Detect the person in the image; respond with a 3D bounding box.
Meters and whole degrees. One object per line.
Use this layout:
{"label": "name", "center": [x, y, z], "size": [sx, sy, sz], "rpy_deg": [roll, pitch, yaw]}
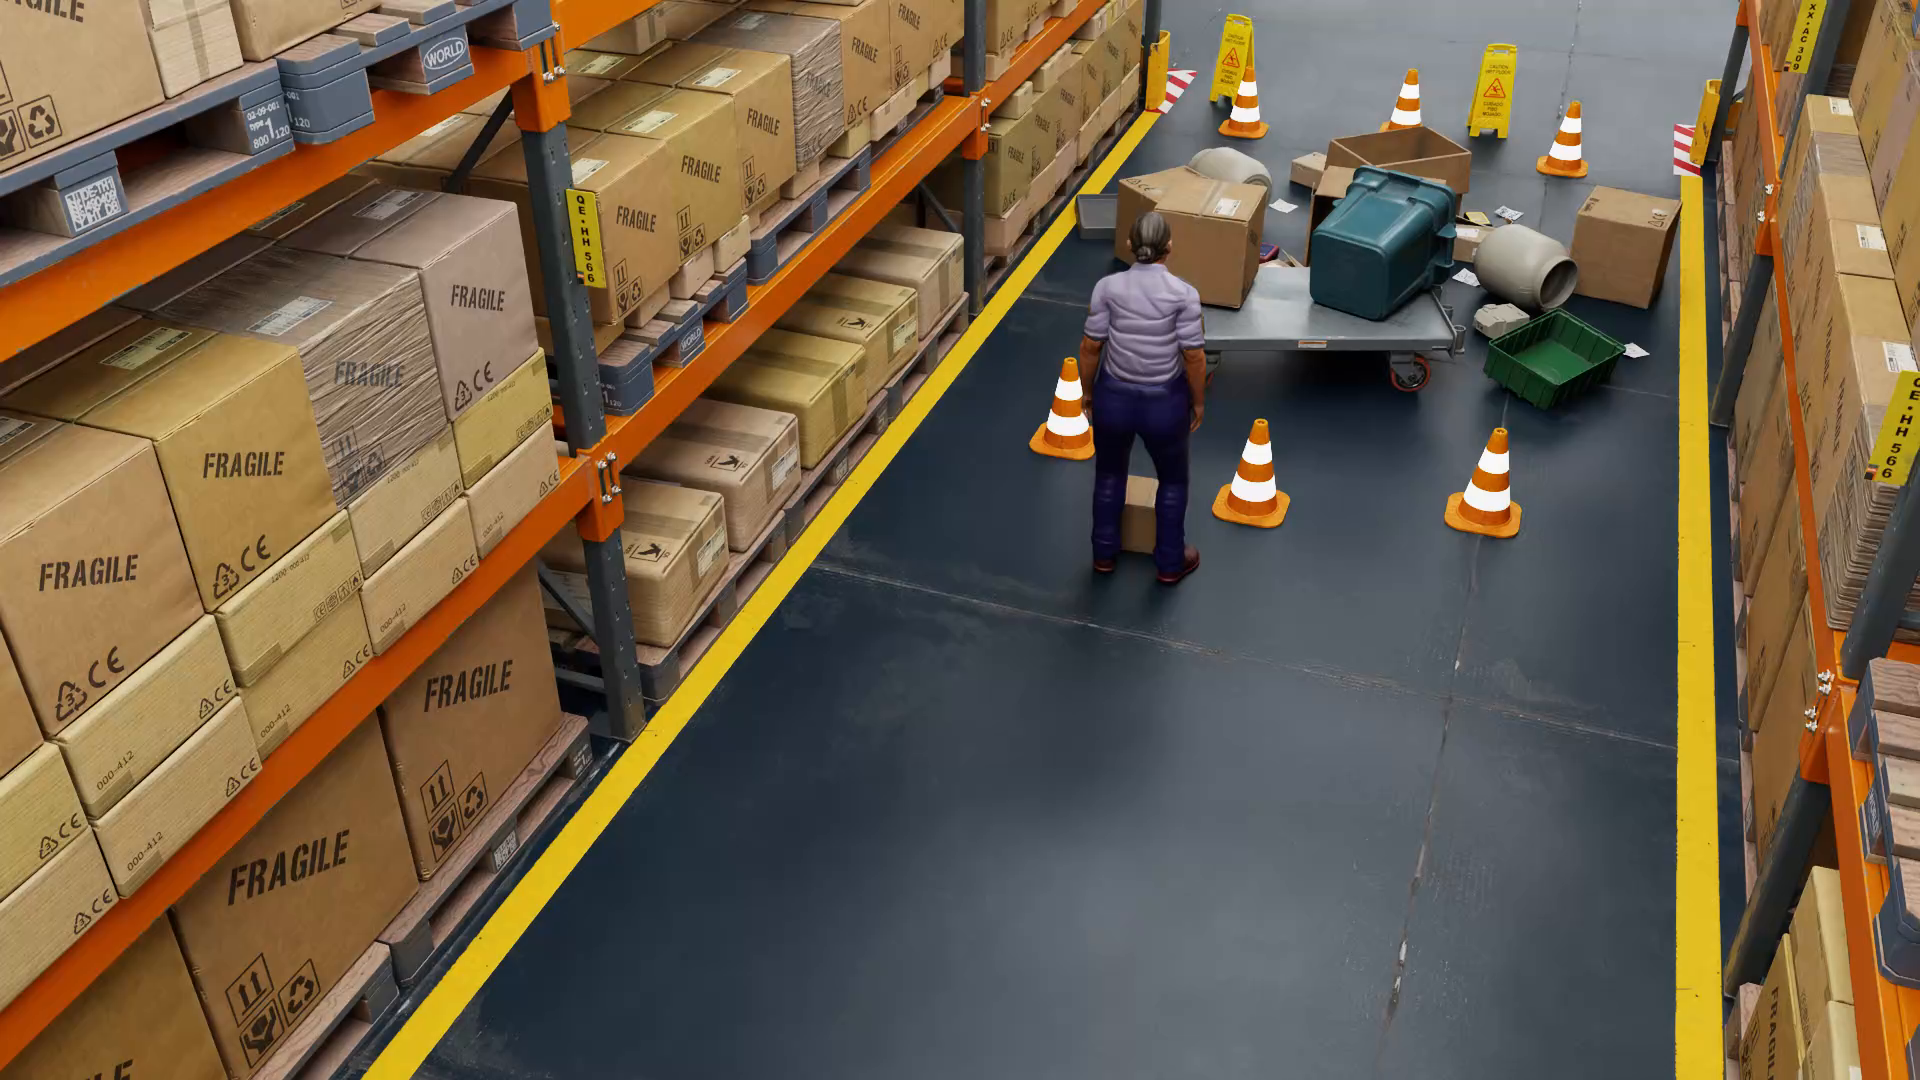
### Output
{"label": "person", "center": [0.779, -0.573, 7.014], "size": [0.564, 1.651, 0.367], "rpy_deg": [9, 35, 14]}
